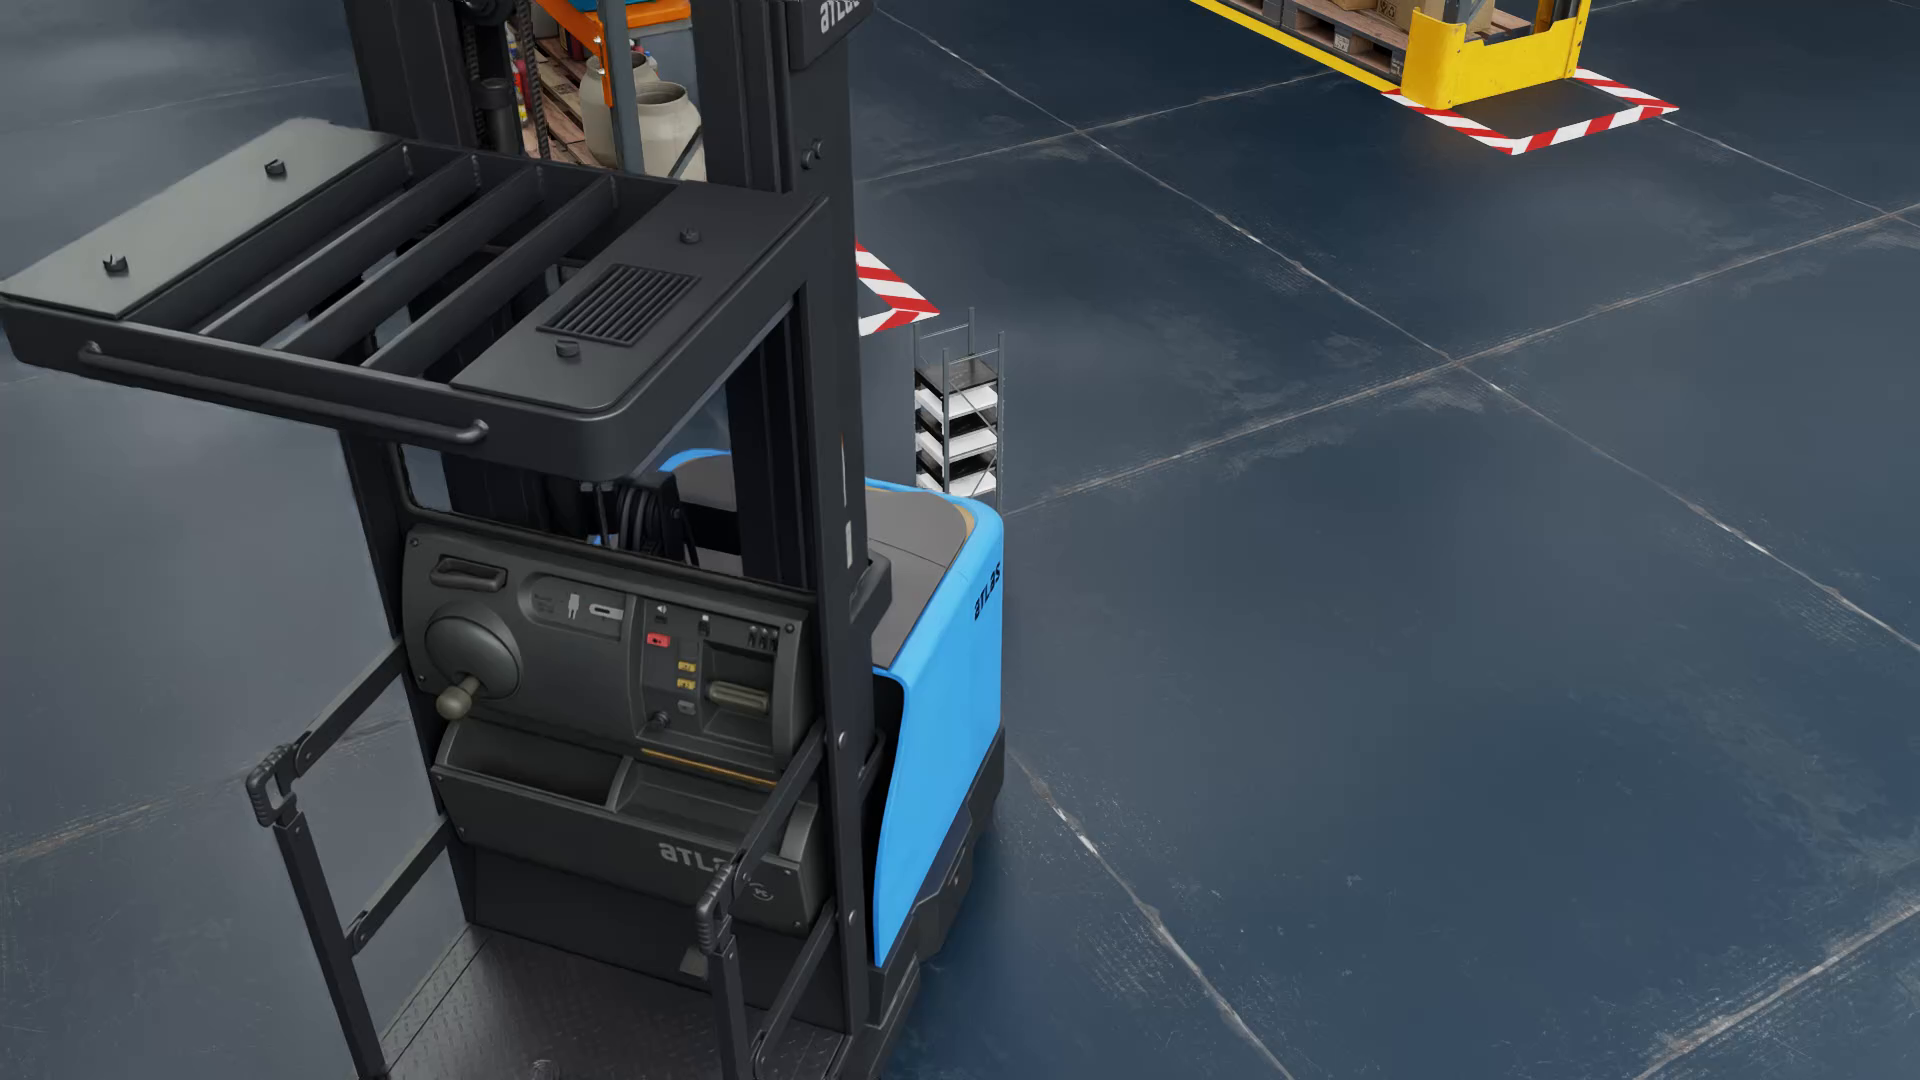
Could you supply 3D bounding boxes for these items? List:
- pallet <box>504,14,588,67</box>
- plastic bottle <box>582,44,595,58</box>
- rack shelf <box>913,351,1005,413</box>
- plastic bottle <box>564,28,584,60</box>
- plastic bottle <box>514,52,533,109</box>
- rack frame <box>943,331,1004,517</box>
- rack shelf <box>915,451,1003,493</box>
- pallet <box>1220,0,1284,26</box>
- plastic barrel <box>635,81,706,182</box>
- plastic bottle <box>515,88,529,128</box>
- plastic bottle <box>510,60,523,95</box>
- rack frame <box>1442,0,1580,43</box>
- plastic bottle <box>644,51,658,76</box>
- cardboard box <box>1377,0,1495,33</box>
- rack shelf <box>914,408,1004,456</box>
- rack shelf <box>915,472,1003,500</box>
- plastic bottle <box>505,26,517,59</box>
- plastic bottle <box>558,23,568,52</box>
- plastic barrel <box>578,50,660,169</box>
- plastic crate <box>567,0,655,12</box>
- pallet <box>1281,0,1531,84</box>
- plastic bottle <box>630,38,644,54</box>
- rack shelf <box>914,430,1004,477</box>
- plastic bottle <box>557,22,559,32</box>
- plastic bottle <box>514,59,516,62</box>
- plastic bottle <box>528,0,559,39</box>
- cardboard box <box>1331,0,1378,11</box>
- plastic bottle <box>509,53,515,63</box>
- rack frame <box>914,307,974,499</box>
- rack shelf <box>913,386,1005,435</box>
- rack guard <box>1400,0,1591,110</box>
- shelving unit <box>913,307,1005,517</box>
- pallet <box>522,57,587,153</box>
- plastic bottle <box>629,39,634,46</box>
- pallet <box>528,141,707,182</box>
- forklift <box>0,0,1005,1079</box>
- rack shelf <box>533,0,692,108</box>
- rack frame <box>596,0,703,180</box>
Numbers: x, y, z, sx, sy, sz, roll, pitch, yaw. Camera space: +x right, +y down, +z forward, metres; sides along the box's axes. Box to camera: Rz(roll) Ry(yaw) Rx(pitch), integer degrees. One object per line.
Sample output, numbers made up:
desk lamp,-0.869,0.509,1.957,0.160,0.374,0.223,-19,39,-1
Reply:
pallet,-2.772,-3.012,10.195,1.003,0.211,1.213,-19,40,-24
plastic bottle,-2.163,-2.981,9.725,0.152,0.276,0.135,-18,40,-23
rack shelf,-0.004,-0.559,5.851,0.258,0.077,0.200,-19,40,-24
plastic bottle,-2.255,-2.952,9.679,0.061,0.283,0.133,-19,40,-24
plastic bottle,-2.376,-2.509,9.072,0.061,0.283,0.133,-19,40,-24
rack frame,0.047,-0.316,5.919,0.240,0.900,0.006,-19,40,-24
rack shelf,-0.004,-0.268,6.063,0.258,0.077,0.200,-19,40,-24
pallet,2.194,-3.880,11.383,1.003,0.211,1.213,-19,40,-24
plastic barrel,-1.460,-1.931,8.104,0.421,0.512,0.421,0,36,0
plastic bottle,-2.365,-2.308,8.866,0.097,0.201,0.097,0,36,0
plastic bottle,-2.468,-2.474,9.031,0.152,0.276,0.135,-19,40,-24
rack frame,3.219,-3.921,9.075,1.000,3.000,0.127,-19,40,-24
plastic bottle,-1.705,-2.546,9.133,0.097,0.271,0.097,0,36,0
cardboard box,2.920,-3.405,10.132,0.500,0.500,0.500,-12,38,-16
rack shelf,-0.004,-0.413,5.957,0.258,0.077,0.200,-19,40,-24
rack shelf,-0.004,-0.195,6.116,0.258,0.077,0.200,-19,40,-24
plastic bottle,-2.603,-2.780,9.449,0.152,0.276,0.135,-19,40,-24
plastic bottle,-2.317,-3.025,9.778,0.061,0.283,0.133,-19,40,-24
plastic barrel,-1.712,-2.187,8.454,0.421,0.512,0.421,0,36,0
plastic crate,-1.574,-2.560,7.338,0.499,0.251,0.616,-19,40,-24
pallet,2.803,-3.258,10.532,1.003,0.211,1.213,-19,40,-24
plastic bottle,-1.803,-2.672,9.295,0.061,0.283,0.133,-18,40,-23
rack shelf,-0.004,-0.341,6.010,0.258,0.077,0.200,-19,40,-24
plastic bottle,-2.404,-3.260,10.044,0.144,0.351,0.185,-21,41,-26
plastic bottle,-2.439,-2.562,9.214,0.097,0.201,0.097,0,36,0
plastic bottle,-2.519,-3.173,9.988,0.152,0.276,0.135,-19,40,-24
cardboard box,2.590,-3.699,10.535,0.500,0.500,0.500,-9,37,-12
plastic bottle,-2.542,-2.656,9.343,0.097,0.201,0.097,0,36,0
rack frame,-0.055,-0.419,6.061,0.240,0.900,0.006,-19,40,-24
rack shelf,-0.004,-0.486,5.904,0.258,0.077,0.200,-19,40,-24
rack guard,3.181,-2.950,9.866,1.175,0.500,0.348,-19,40,-24
shelving unit,-0.004,-0.368,5.990,0.258,0.900,0.210,-19,40,-24
pallet,-2.155,-2.389,9.343,1.003,0.211,1.213,-19,40,-24
plastic bottle,-1.877,-2.721,9.372,0.097,0.271,0.097,0,36,0
pallet,-1.546,-1.768,8.492,1.003,0.211,1.213,-19,40,-24
forklift,-0.834,0.309,3.342,1.130,2.935,3.031,12,38,16
rack shelf,-2.068,-3.183,8.675,1.077,0.370,4.000,-19,40,-24
rack frame,-1.064,-2.453,7.066,1.000,3.000,0.127,-19,40,-24
